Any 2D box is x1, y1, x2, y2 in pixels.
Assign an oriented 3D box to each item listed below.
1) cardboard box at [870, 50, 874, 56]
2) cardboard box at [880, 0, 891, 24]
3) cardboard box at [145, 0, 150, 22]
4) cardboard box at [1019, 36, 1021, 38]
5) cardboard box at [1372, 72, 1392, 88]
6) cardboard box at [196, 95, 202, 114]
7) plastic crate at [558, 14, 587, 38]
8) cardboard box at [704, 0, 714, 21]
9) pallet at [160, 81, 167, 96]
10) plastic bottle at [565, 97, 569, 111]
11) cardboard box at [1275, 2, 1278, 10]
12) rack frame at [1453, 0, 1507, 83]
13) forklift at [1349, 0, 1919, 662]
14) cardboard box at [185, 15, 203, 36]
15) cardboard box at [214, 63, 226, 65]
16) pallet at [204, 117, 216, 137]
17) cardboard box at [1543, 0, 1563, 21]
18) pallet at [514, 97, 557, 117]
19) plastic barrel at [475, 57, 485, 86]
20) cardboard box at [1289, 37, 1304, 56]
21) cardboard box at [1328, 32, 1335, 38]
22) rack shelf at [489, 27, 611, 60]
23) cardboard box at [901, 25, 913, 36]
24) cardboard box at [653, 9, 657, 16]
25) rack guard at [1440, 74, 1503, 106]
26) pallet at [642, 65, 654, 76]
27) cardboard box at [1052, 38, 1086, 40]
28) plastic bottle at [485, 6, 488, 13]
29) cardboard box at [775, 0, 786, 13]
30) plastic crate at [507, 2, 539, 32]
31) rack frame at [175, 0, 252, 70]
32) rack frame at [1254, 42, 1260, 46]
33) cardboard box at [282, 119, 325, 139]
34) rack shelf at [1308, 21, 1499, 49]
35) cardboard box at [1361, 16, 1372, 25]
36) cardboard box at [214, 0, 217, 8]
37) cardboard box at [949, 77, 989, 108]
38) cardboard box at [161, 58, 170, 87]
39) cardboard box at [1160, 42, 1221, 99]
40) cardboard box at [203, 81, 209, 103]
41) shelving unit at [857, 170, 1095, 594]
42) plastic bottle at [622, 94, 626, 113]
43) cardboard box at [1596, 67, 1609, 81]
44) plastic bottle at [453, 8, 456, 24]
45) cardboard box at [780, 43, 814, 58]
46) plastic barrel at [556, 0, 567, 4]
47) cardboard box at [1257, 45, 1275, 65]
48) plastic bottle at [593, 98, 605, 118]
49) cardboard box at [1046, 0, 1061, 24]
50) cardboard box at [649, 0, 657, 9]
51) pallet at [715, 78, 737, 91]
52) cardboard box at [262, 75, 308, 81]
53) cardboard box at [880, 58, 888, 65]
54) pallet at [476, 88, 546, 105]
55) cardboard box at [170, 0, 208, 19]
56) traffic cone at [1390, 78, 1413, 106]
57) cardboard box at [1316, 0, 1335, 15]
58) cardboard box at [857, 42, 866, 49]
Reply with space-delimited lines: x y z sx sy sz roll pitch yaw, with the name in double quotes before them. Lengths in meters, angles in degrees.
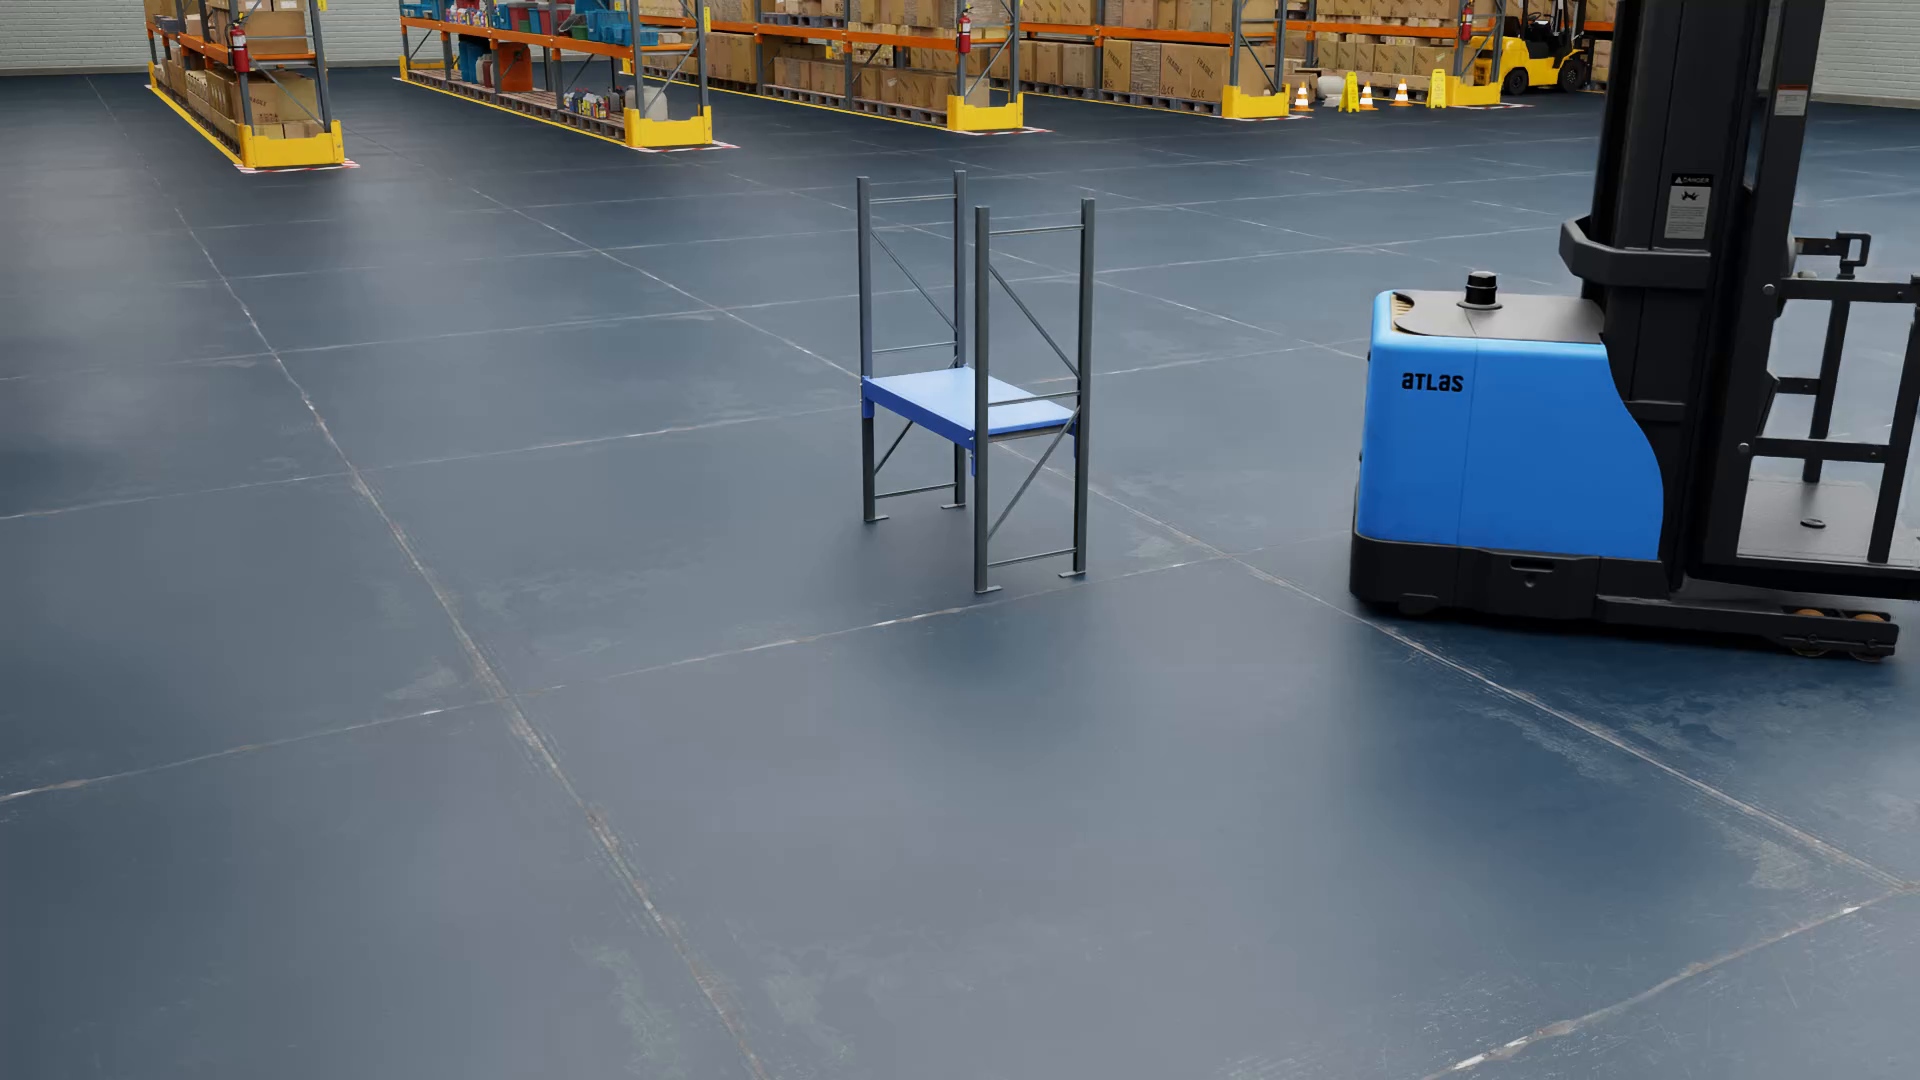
"cardboard box" -1.859 -11.247 38.397 0.380 0.149 0.250 -11 22 -29
"cardboard box" -0.789 -8.563 26.740 0.875 0.500 0.500 -10 21 -27
"cardboard box" -15.671 -10.434 32.618 0.500 0.500 0.500 -10 22 -27
"cardboard box" 0.918 -10.285 34.379 0.500 0.250 0.500 -11 22 -29
"cardboard box" 8.027 -8.566 30.929 0.500 0.250 0.500 -11 22 -29
"cardboard box" -11.375 -6.669 25.431 0.500 0.250 0.500 -10 21 -26
"plastic crate" -5.703 -7.824 25.303 0.767 0.338 0.504 -10 21 -27
"cardboard box" -4.805 -10.676 33.319 0.500 0.500 0.500 -11 22 -28
"pallet" -14.908 -8.784 32.264 1.003 0.211 1.213 -10 21 -27
"plastic bottle" -6.026 -6.720 25.624 0.097 0.201 0.097 0 19 0
"cardboard box" 6.489 -10.658 33.160 0.380 0.149 0.250 -10 22 -28
"rack frame" 9.140 -9.178 29.130 1.000 3.000 0.127 -10 21 -27
"forklift" 3.060 -1.145 5.957 3.031 2.935 1.130 4 20 13
"cardboard box" -11.846 -8.077 26.077 0.500 0.311 0.500 -10 22 -27
"cardboard box" -12.805 -8.050 29.021 0.500 0.500 0.500 -11 22 -28
"pallet" -10.585 -6.145 24.616 1.003 0.211 1.213 -10 21 -27
"cardboard box" 12.091 -10.683 33.340 0.500 0.500 0.500 -10 22 -27
"pallet" -6.830 -7.276 27.893 1.003 0.211 1.213 -10 21 -27
"plastic barrel" -8.870 -8.805 31.219 0.421 0.512 0.421 0 19 0
"cardboard box" 8.334 -11.940 40.324 0.500 0.500 0.500 -11 22 -28
"cardboard box" 8.922 -11.909 39.239 0.380 0.149 0.250 -9 21 -25
"rack shelf" -6.790 -8.258 27.567 1.077 0.370 4.000 -10 21 -27
"cardboard box" -0.703 -7.988 26.068 0.380 0.149 0.250 -10 21 -27
"cardboard box" -6.443 -11.448 36.093 0.380 0.149 0.250 -10 21 -26
"rack guard" 9.104 -8.018 29.601 1.175 0.500 0.348 -10 21 -27
"pallet" -6.731 -10.700 37.817 1.003 0.211 1.213 -10 21 -27
"cardboard box" 2.812 -12.064 40.778 0.875 0.438 0.875 -11 22 -28
"plastic bottle" -8.953 -10.008 31.613 0.144 0.351 0.185 -10 21 -27
"cardboard box" -3.089 -10.036 30.821 0.500 0.500 0.500 -13 23 -33
"plastic crate" -7.241 -8.691 27.622 0.402 0.464 0.583 -10 21 -27
"rack frame" -12.100 -8.406 26.893 1.000 3.000 0.127 -10 21 -27
"rack frame" 7.808 -13.392 41.344 1.000 3.000 0.127 -10 21 -27
"cardboard box" -8.360 -5.196 21.164 0.500 0.250 0.500 -10 21 -27
"rack shelf" 8.190 -9.412 30.911 1.077 0.370 4.000 -10 21 -27
"cardboard box" 7.707 -9.698 31.024 0.380 0.149 0.250 -10 21 -26
"cardboard box" -9.875 -7.283 22.493 0.380 0.149 0.250 -10 22 -27
"cardboard box" 0.137 -6.841 25.548 0.500 0.500 0.500 -6 20 -17
"cardboard box" -14.520 -8.700 30.904 0.500 0.500 0.500 -10 21 -27
"cardboard box" 4.032 -8.013 28.368 0.875 0.875 0.875 -10 22 -28
"cardboard box" -10.646 -6.493 24.062 0.500 0.311 0.500 -10 21 -27
"shelving unit" 0.041 -0.684 6.816 0.538 1.500 1.048 -10 21 -27
"plastic bottle" -5.056 -6.596 25.137 0.061 0.283 0.133 -10 21 -27
"cardboard box" 12.777 -9.077 32.408 0.500 0.250 0.500 -10 21 -27
"plastic bottle" -9.550 -9.925 31.493 0.097 0.271 0.097 0 19 0
"cardboard box" -3.036 -9.132 31.007 0.500 0.250 0.500 -9 21 -24
"plastic barrel" -6.450 -8.607 27.268 0.433 0.535 0.433 0 19 0
"cardboard box" 5.688 -9.218 31.918 0.500 0.500 0.500 -10 21 -27
"plastic bottle" -5.294 -6.332 24.384 0.152 0.276 0.135 -10 21 -26
"cardboard box" 1.969 -9.976 31.290 0.500 0.500 0.500 -10 21 -26
"cardboard box" -6.448 -11.684 36.167 0.500 0.250 0.500 -10 22 -28
"pallet" -4.264 -9.209 33.495 1.003 0.211 1.213 -10 21 -27
"cardboard box" -8.848 -5.836 21.867 0.500 0.500 0.500 -10 21 -27
"cardboard box" -1.585 -10.891 37.821 0.380 0.149 0.250 -11 22 -28
"pallet" -8.150 -8.074 30.206 1.003 0.211 1.213 -10 21 -27
"cardboard box" -12.499 -8.815 27.282 0.500 0.500 0.700 16 25 39
"traffic cone" 7.800 -7.902 29.322 0.336 0.463 0.334 -10 21 -27
"cardboard box" 7.204 -10.344 31.902 0.500 0.500 0.500 -10 21 -27
"cardboard box" -2.174 -11.529 38.760 0.380 0.149 0.250 -10 21 -26
